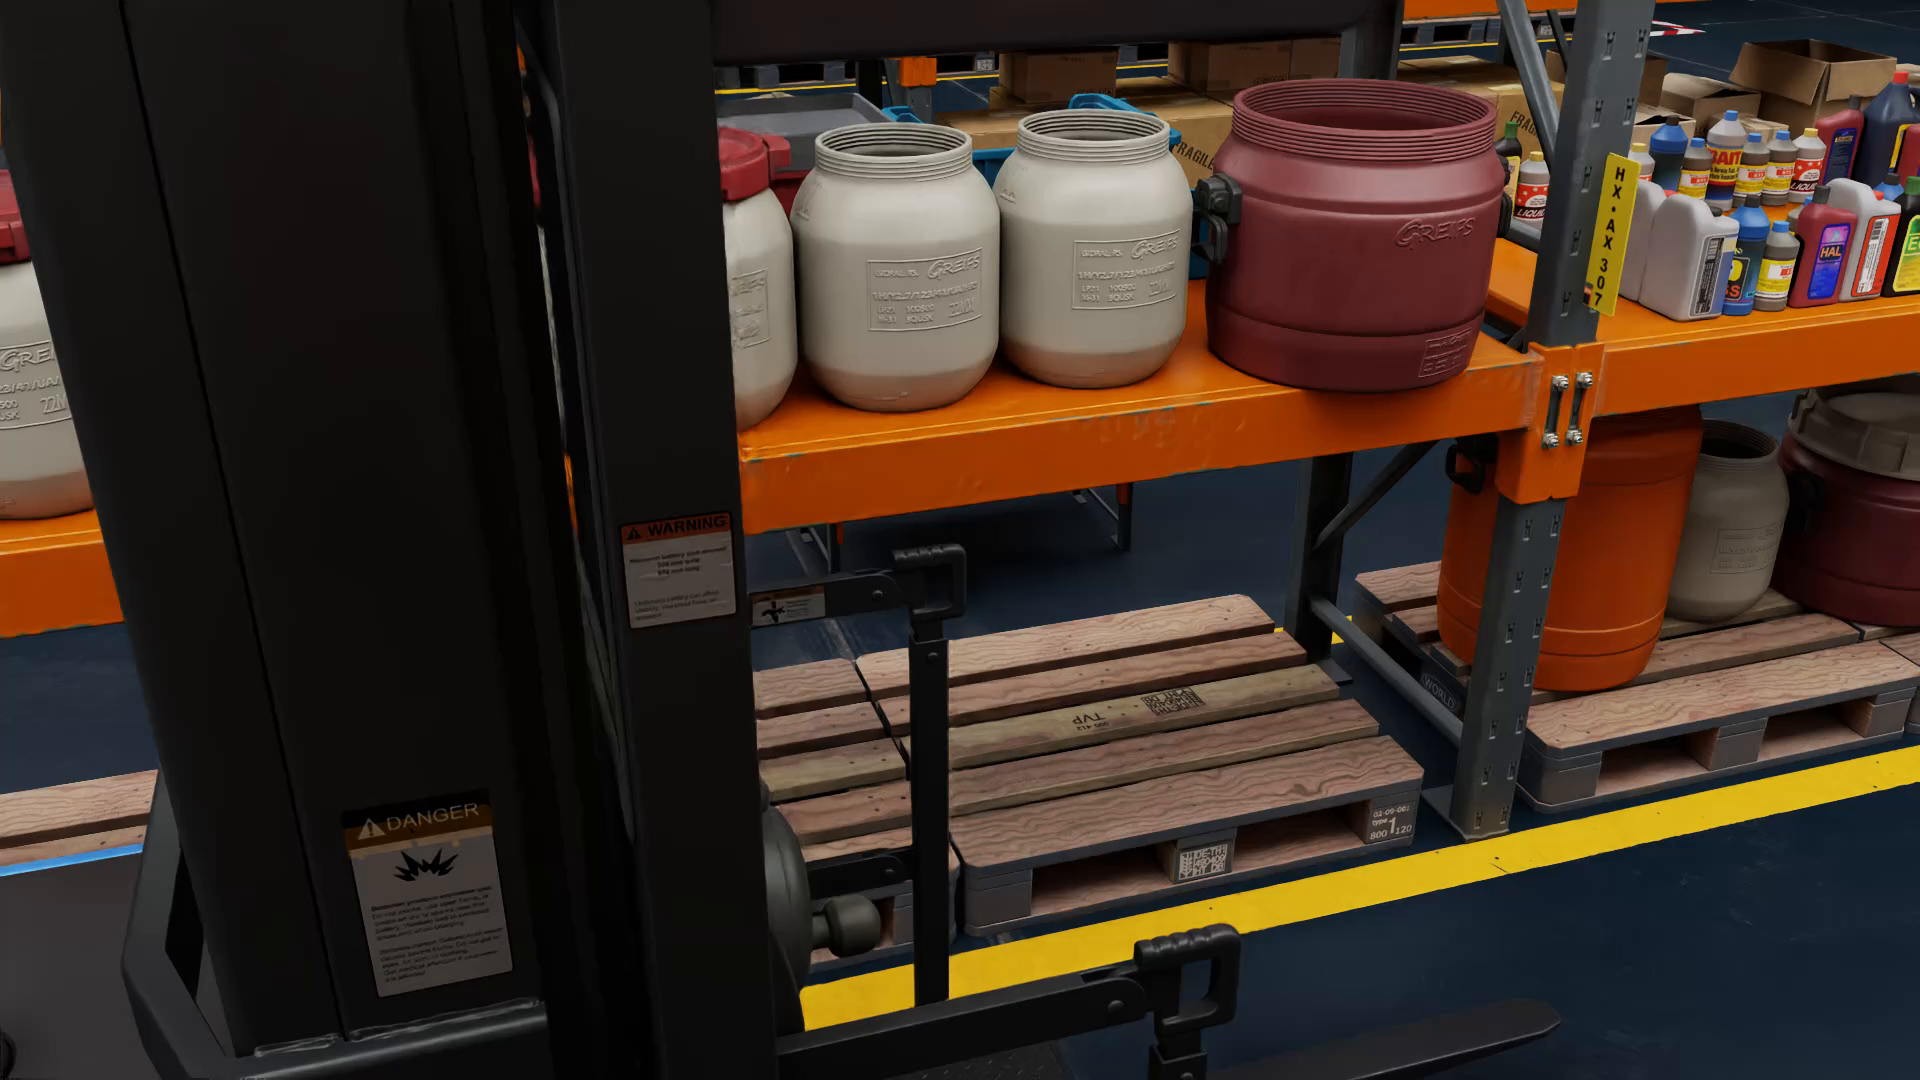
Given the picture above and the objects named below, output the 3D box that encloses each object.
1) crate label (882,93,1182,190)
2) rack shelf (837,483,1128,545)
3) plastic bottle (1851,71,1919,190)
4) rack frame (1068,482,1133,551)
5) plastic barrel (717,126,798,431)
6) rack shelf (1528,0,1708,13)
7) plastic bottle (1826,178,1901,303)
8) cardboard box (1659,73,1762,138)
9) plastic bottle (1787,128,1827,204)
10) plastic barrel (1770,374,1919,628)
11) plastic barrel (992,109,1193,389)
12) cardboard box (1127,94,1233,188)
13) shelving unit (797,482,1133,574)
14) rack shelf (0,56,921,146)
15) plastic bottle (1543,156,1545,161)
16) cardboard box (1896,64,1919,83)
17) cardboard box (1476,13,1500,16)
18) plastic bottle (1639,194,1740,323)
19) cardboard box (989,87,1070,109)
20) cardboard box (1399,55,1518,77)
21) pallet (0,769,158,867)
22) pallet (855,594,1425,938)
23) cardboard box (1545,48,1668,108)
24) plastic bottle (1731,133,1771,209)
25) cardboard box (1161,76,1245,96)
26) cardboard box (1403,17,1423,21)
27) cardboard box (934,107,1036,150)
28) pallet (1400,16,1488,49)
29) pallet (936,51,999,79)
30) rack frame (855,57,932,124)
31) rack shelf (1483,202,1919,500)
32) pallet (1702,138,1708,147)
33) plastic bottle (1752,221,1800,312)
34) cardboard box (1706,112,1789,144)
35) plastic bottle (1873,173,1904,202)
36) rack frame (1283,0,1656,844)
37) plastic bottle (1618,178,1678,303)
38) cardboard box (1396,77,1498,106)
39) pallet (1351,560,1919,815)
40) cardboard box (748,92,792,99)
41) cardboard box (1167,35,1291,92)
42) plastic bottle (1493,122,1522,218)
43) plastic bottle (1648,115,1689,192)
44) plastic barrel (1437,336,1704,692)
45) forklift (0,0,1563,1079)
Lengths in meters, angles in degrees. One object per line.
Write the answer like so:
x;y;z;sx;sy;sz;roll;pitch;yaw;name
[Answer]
0.154;-0.788;3.924;0.616;0.435;0.502;-8;28;-16;crate label
0.006;-0.286;5.610;1.000;0.278;0.538;-8;28;-16;rack shelf
2.686;-1.170;4.789;0.185;0.351;0.144;-8;28;-16;plastic bottle
0.490;-0.575;5.643;0.032;1.125;0.500;-8;28;-16;rack frame
-0.534;-0.504;3.240;0.433;0.535;0.433;0;26;0;plastic barrel
5.358;-3.393;10.021;4.000;0.370;1.077;-8;28;-16;rack shelf
2.134;-0.726;3.978;0.135;0.276;0.152;-8;28;-16;plastic bottle
4.623;-2.735;10.414;0.500;0.311;0.500;-8;28;-16;cardboard box
2.418;-1.075;4.766;0.097;0.201;0.097;0;26;0;plastic bottle
2.717;-0.133;4.883;0.708;0.588;0.600;-8;28;-16;plastic barrel
0.271;-0.613;3.485;0.421;0.512;0.421;0;26;0;plastic barrel
1.148;-2.050;8.823;0.500;0.500;0.500;-9;28;-17;cardboard box
0.006;-0.505;5.502;1.048;1.125;0.538;-8;28;-16;shelving unit
-2.249;-2.292;7.802;4.000;0.370;1.077;-8;28;-16;rack shelf
1.655;-1.010;4.543;0.133;0.283;0.061;-8;28;-16;plastic bottle
6.179;-2.933;10.881;0.500;0.250;0.500;-8;28;-16;cardboard box
4.611;-4.946;14.678;0.500;0.500;0.700;-8;28;-16;cardboard box
1.694;-0.662;3.849;0.135;0.276;0.152;-8;28;-16;plastic bottle
0.469;-2.195;9.114;0.500;0.500;0.500;-7;27;-14;cardboard box
2.920;-2.554;9.838;0.500;0.500;0.500;-10;28;-18;cardboard box
-1.886;0.881;3.739;1.213;0.211;1.003;-8;28;-16;pallet
0.434;0.545;4.415;1.213;0.211;1.003;-8;28;-16;pallet
3.910;-2.716;10.164;0.500;0.500;0.500;-8;28;-16;cardboard box
2.233;-1.049;4.712;0.097;0.201;0.097;0;26;0;plastic bottle
1.458;-2.341;9.408;0.500;0.500;0.500;-9;28;-18;cardboard box
3.629;-4.800;14.384;0.500;0.500;0.700;-8;27;-15;cardboard box
0.174;-1.909;8.538;0.500;0.500;0.500;-7;27;-14;cardboard box
3.828;-4.526;14.630;1.213;0.211;1.003;-8;28;-16;pallet
0.046;-3.977;13.524;1.213;0.211;1.003;-8;28;-16;pallet
-0.347;-2.889;8.197;0.127;3.000;1.000;-8;28;-16;rack frame
3.085;-0.748;4.692;4.000;0.370;1.077;-8;28;-16;rack shelf
4.109;-2.285;10.116;1.213;0.211;1.003;-8;28;-16;pallet
1.906;-0.646;3.902;0.097;0.201;0.097;0;26;0;plastic bottle
4.741;-2.458;10.019;0.250;0.166;0.380;-8;28;-16;cardboard box
2.234;-0.754;4.039;0.097;0.271;0.097;0;26;0;plastic bottle
1.183;-0.795;3.977;0.127;3.000;1.000;-8;28;-16;rack frame
1.647;-0.726;3.979;0.135;0.276;0.152;-8;28;-16;plastic bottle
2.603;-2.264;9.253;0.500;0.500;0.500;-8;28;-16;cardboard box
1.920;0.328;4.851;1.213;0.211;1.003;-8;28;-16;pallet
-0.936;-2.149;8.695;0.500;0.311;0.500;-7;27;-14;cardboard box
1.493;-2.683;9.254;0.500;0.250;0.500;-9;28;-17;cardboard box
1.435;-0.978;4.479;0.133;0.283;0.061;-8;28;-16;plastic bottle
1.955;-1.040;4.616;0.097;0.271;0.097;0;26;0;plastic bottle
1.643;-0.085;4.517;0.708;0.830;0.600;-8;28;-16;plastic barrel
-0.154;0.167;2.118;3.031;2.935;1.130;-8;28;-16;forklift
